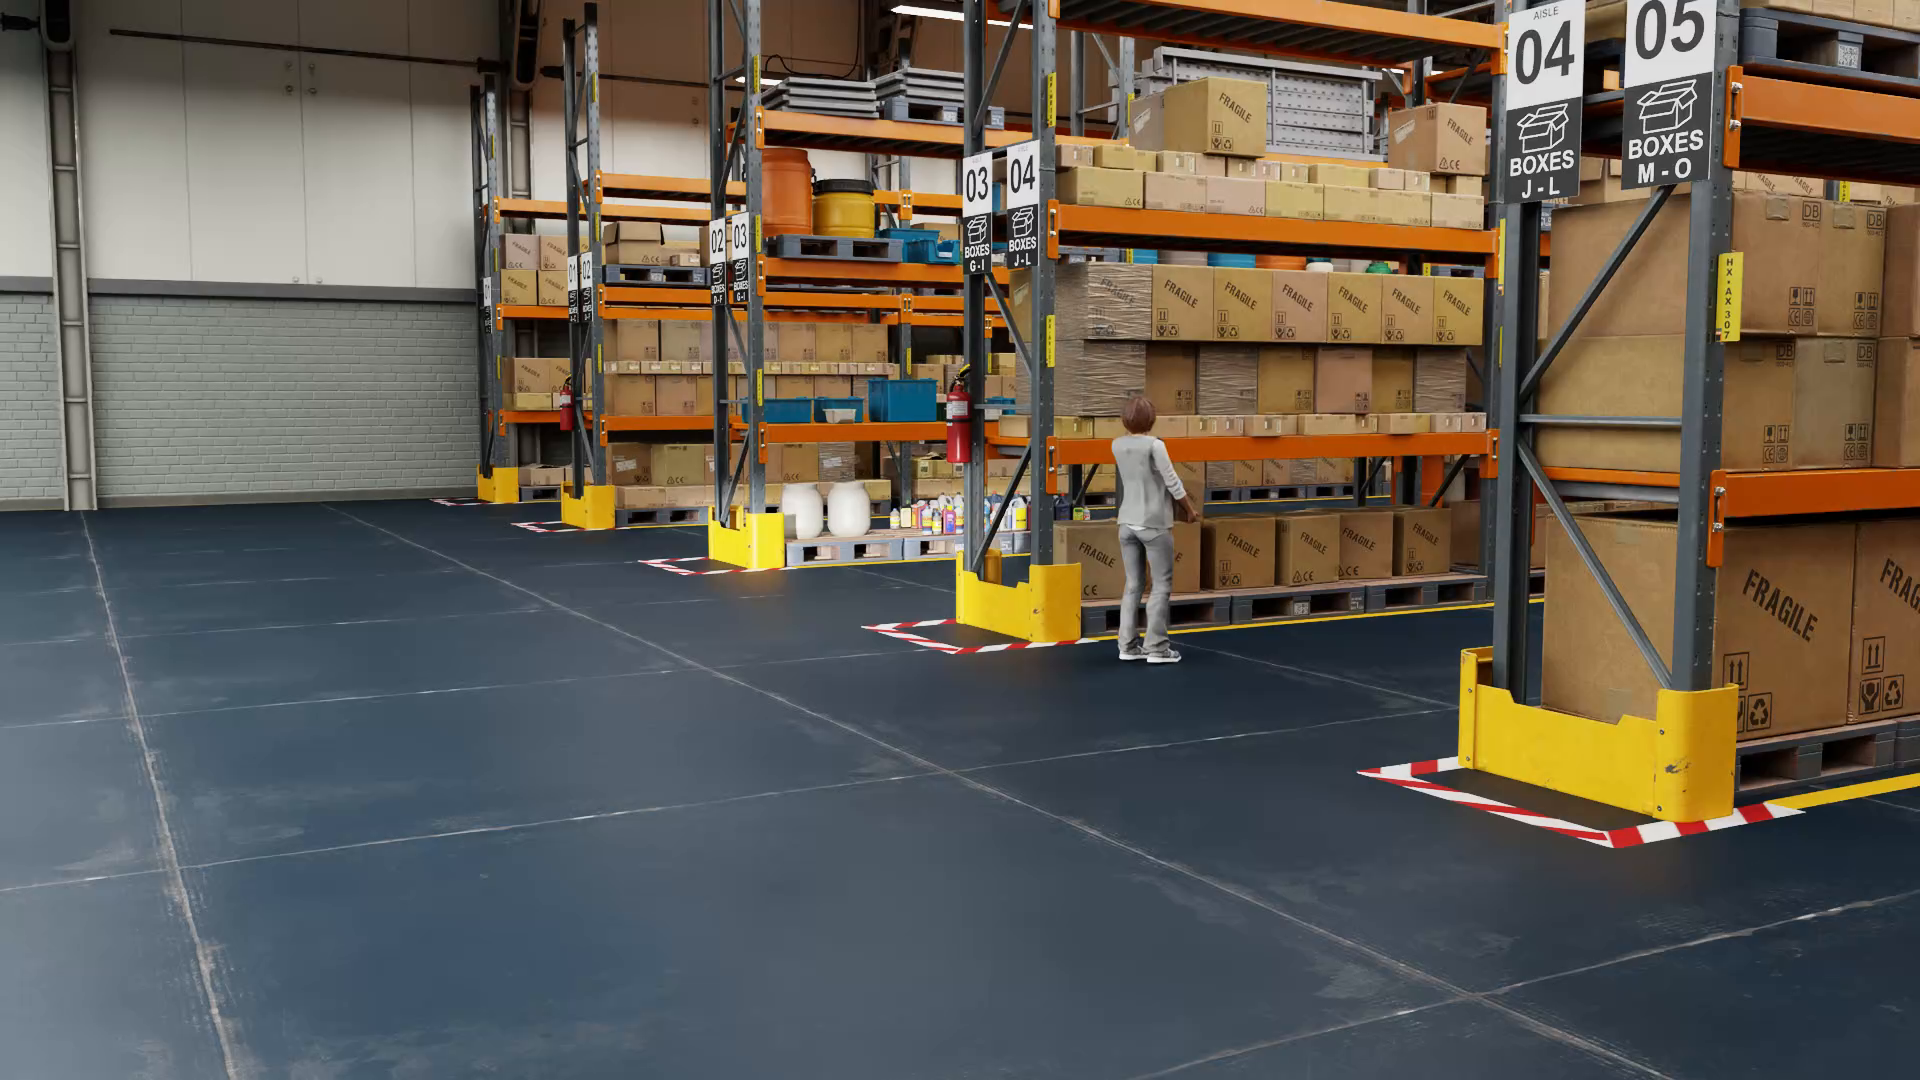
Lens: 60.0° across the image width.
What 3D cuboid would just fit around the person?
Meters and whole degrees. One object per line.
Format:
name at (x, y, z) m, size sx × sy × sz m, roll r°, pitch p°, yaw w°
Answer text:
person at (1.169, -0.065, 9.958) m, size 0.495 × 1.591 × 0.404 m, roll -5°, pitch 7°, yaw -44°
